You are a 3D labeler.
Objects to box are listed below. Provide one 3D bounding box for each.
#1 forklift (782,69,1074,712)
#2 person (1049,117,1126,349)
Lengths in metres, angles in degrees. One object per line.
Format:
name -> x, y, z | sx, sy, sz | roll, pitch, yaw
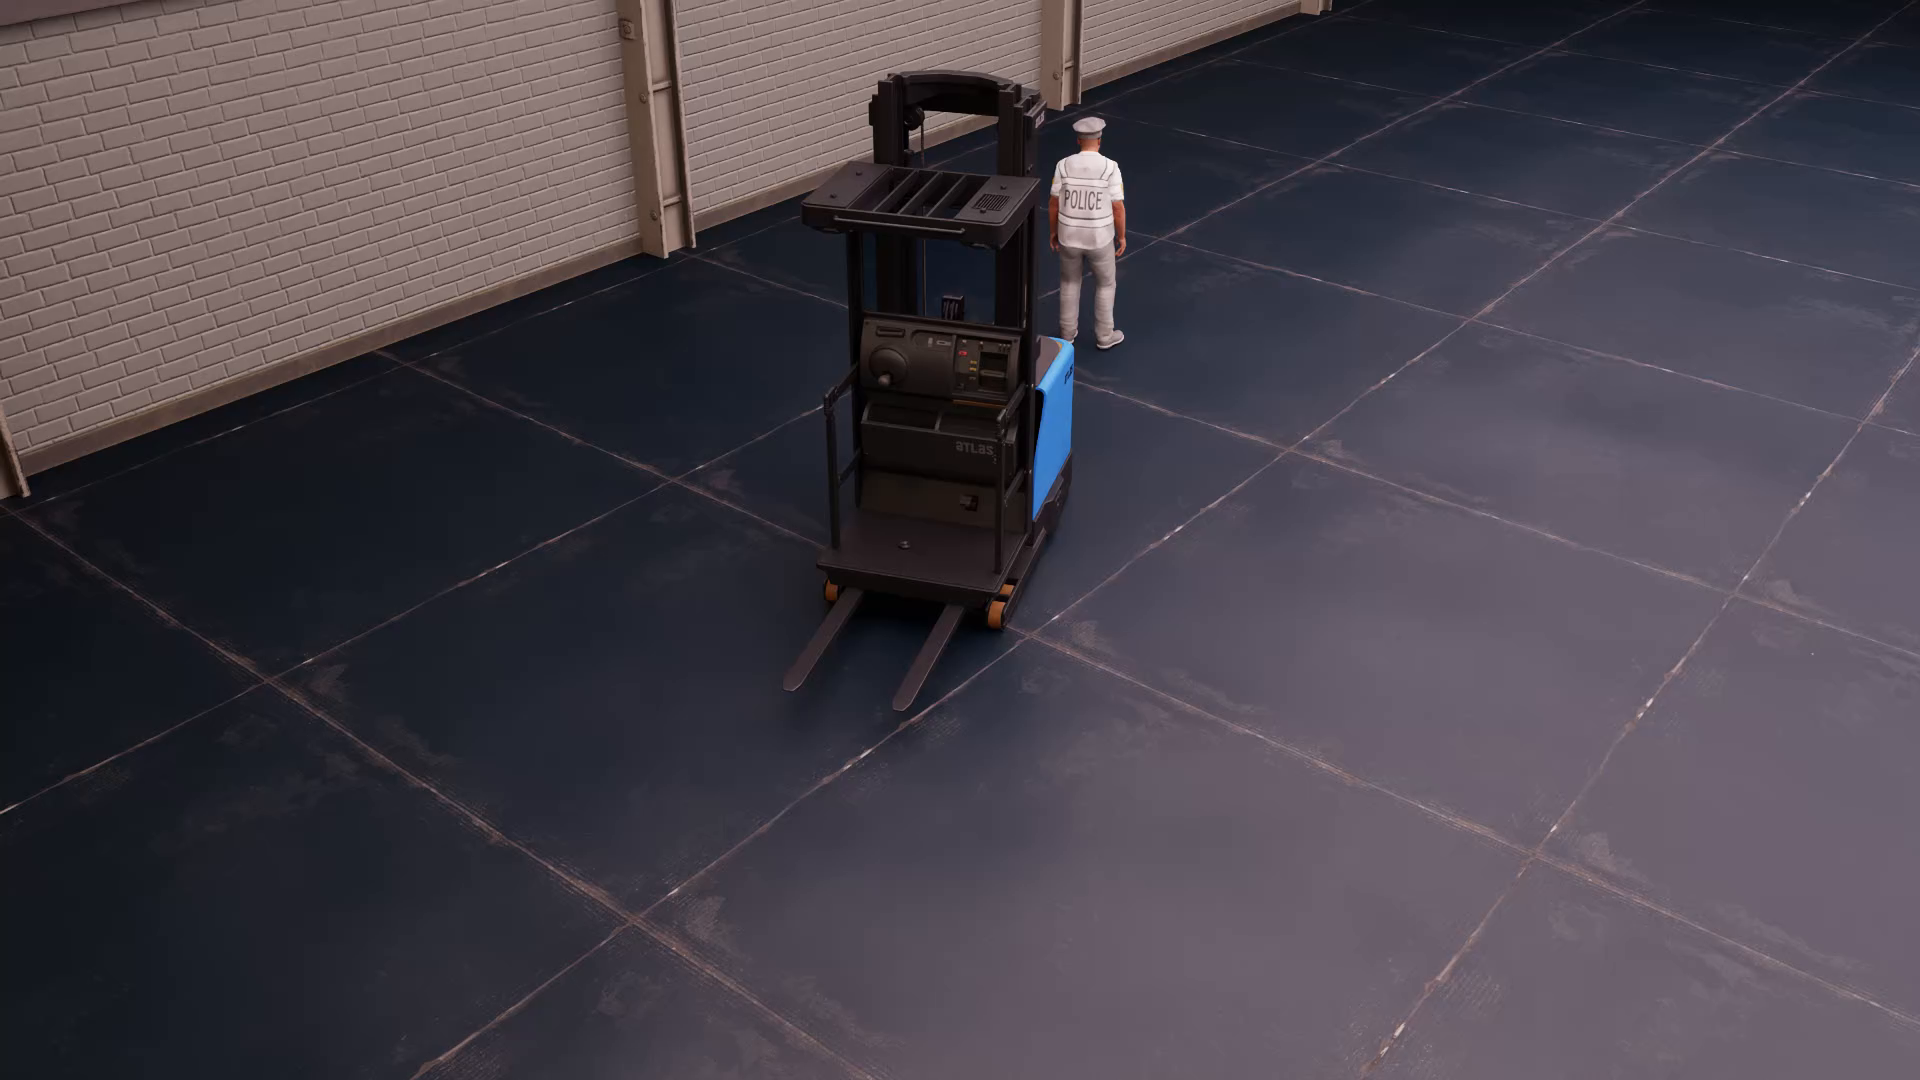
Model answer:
forklift -> -0.176, -0.972, 9.258 | 1.130, 2.935, 3.031 | 9, 31, 14
person -> 0.972, -2.321, 12.735 | 0.603, 1.750, 0.432 | 9, 31, 14
